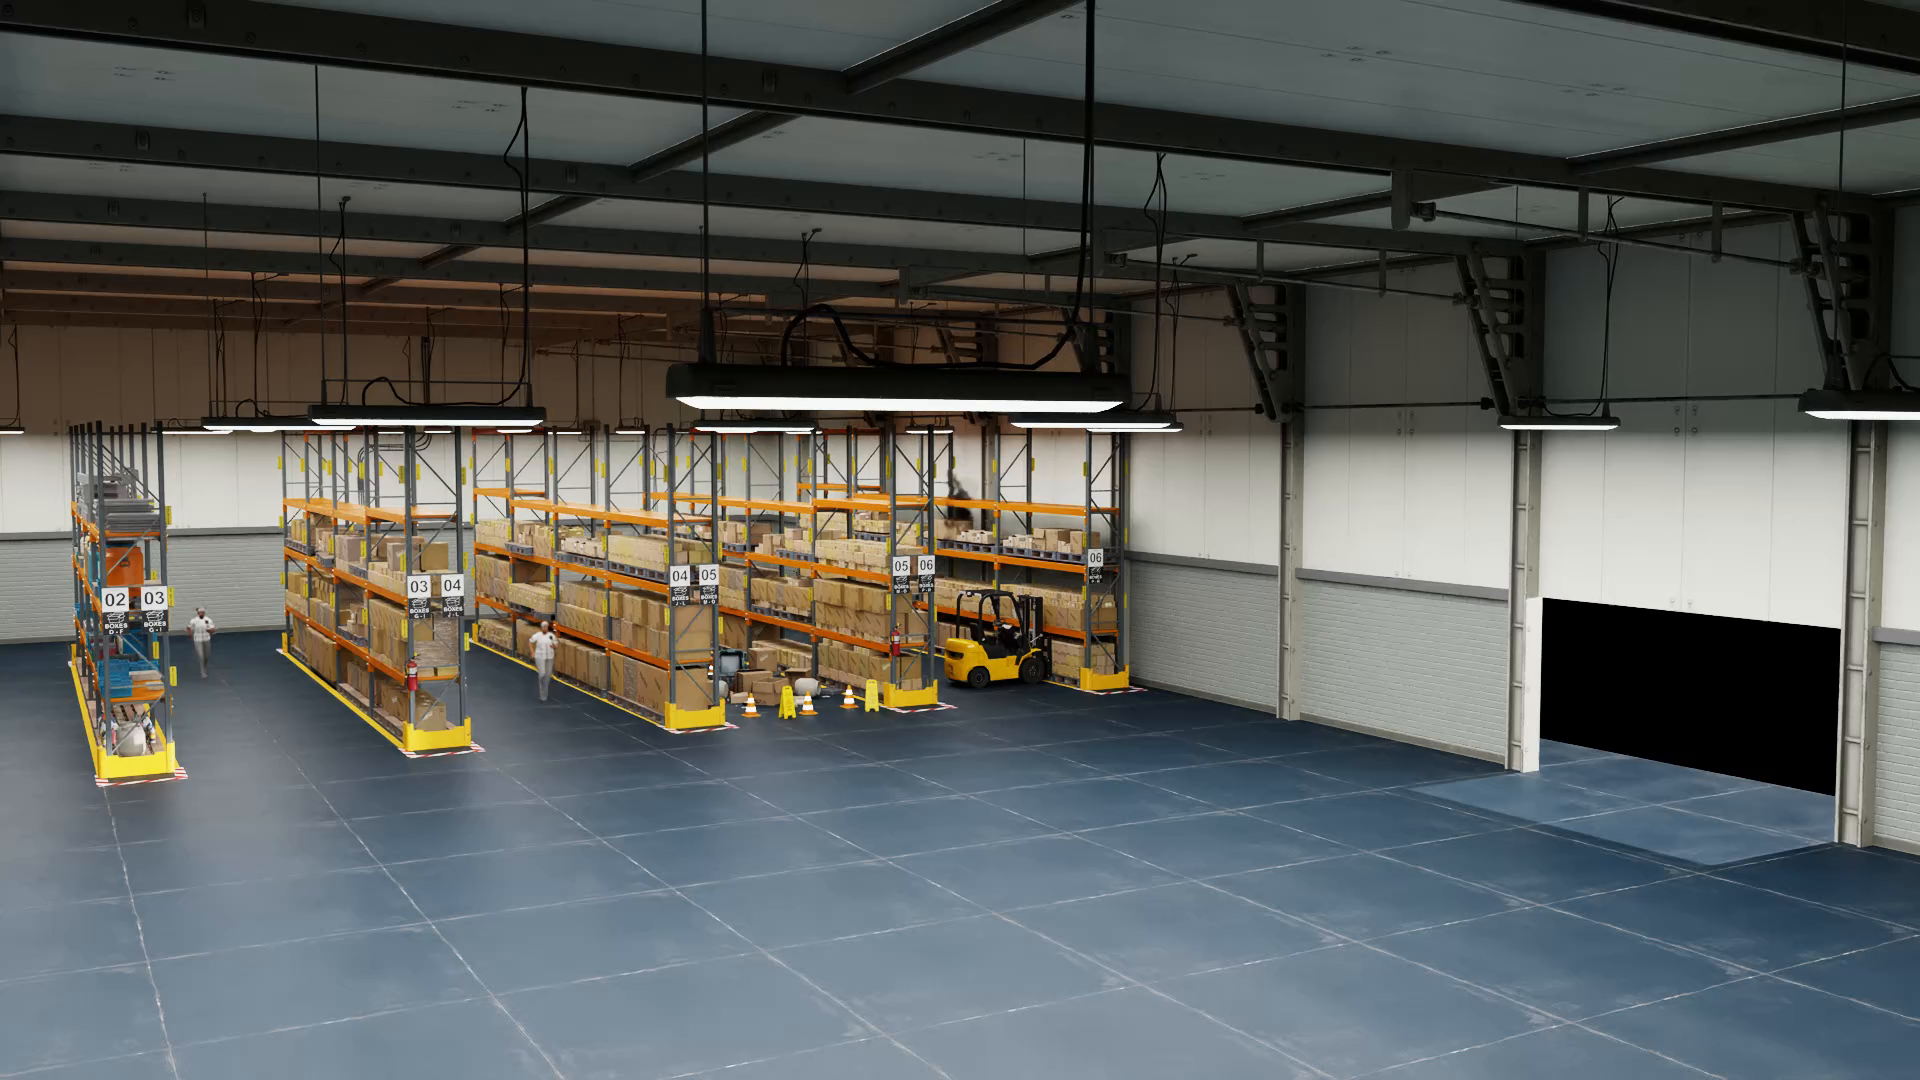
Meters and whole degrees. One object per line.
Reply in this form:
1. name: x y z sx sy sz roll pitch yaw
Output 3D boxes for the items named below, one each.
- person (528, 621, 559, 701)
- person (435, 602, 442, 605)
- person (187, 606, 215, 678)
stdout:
1. person: -9.110 2.640 36.454 0.582 1.726 0.774 -2 4 -33
2. person: -14.738 2.040 46.344 0.701 1.661 0.560 1 4 20
3. person: -18.093 2.410 39.686 0.581 1.676 0.932 -3 4 -37
